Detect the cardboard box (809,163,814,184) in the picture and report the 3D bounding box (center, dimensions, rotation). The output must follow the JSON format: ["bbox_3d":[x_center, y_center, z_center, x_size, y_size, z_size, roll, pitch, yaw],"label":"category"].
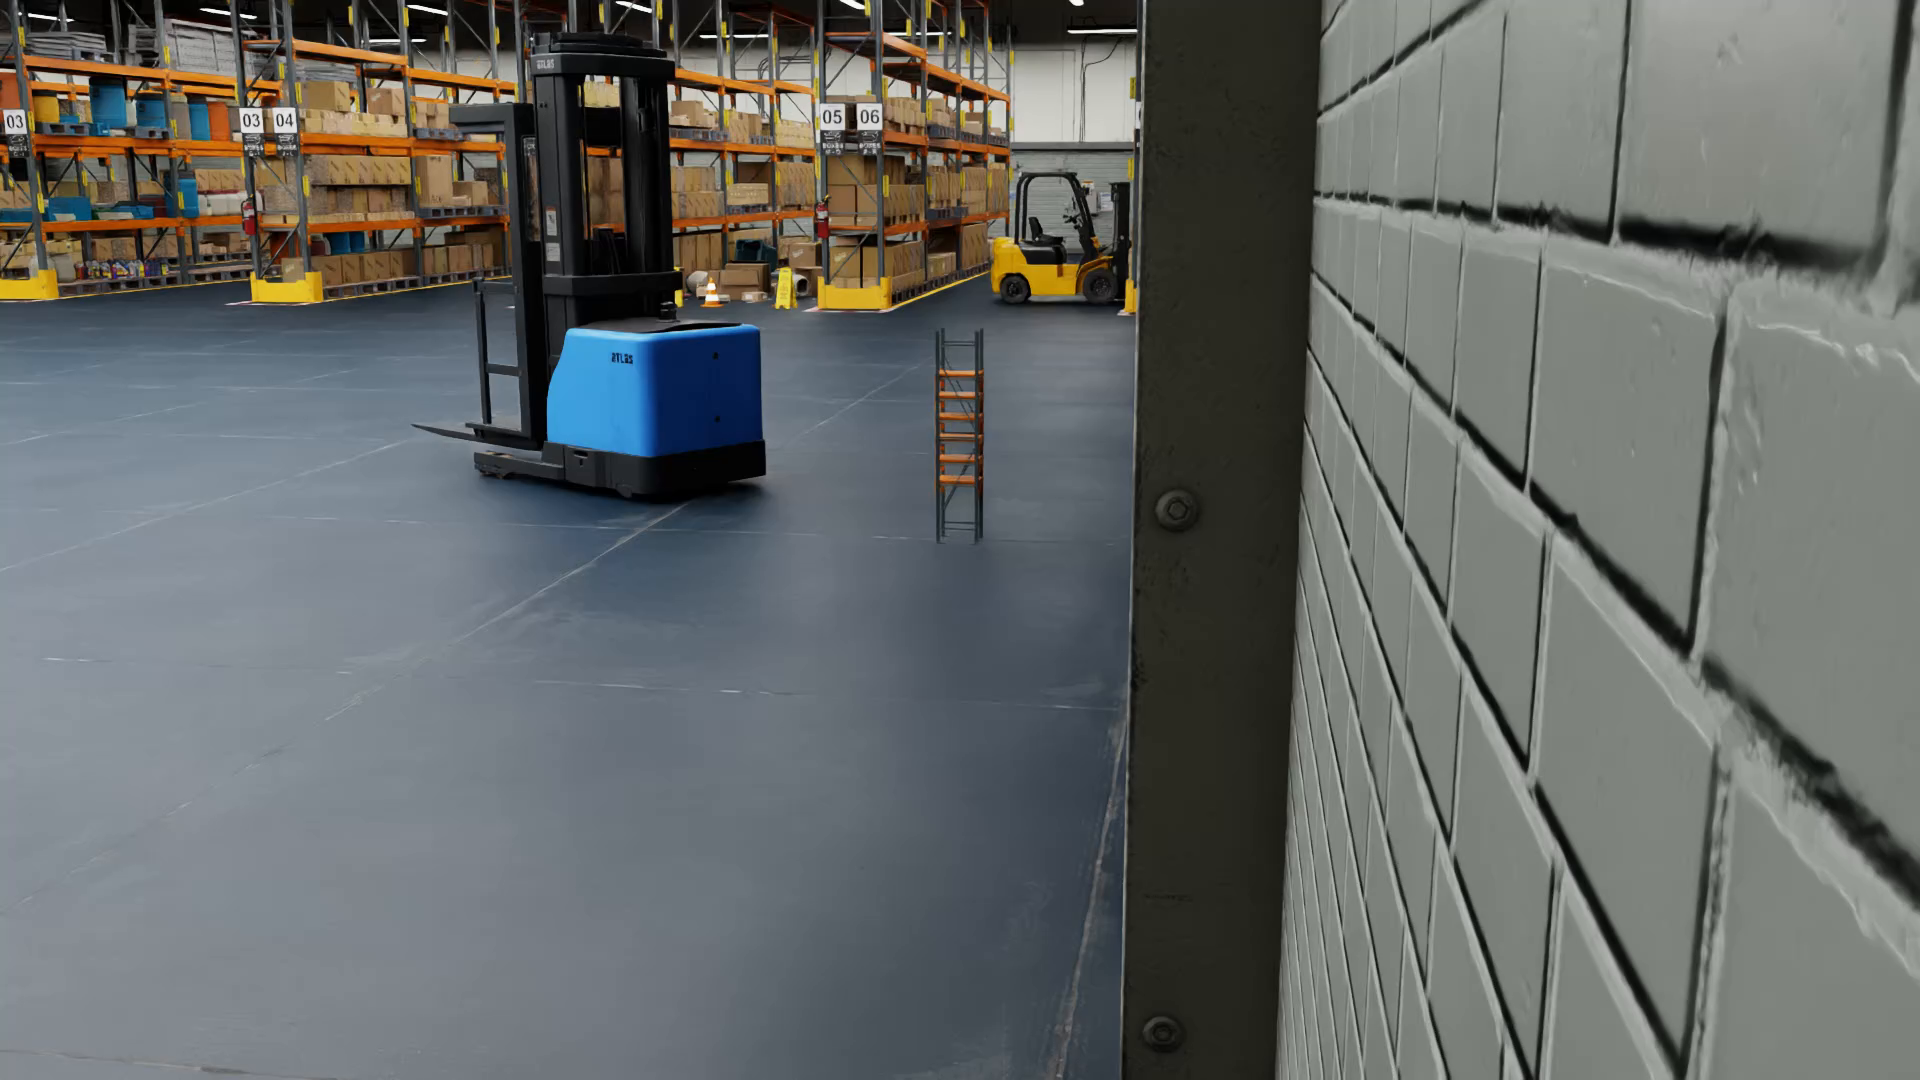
[{"bbox_3d":[-3.986,-9.264,42.041,0.500,0.500,0.500,2,12,7],"label":"cardboard box"}]

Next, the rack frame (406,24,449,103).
[{"bbox_3d":[-13.941,-11.959,43.624,1.000,3.000,0.127,2,12,9],"label":"rack frame"}]

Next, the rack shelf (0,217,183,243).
[{"bbox_3d":[-16.094,-5.760,30.809,1.077,0.370,4.000,2,12,9],"label":"rack shelf"}]

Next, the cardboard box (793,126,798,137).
[{"bbox_3d":[-4.229,-9.899,40.358,0.500,0.250,0.500,1,12,6],"label":"cardboard box"}]

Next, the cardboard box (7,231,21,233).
[{"bbox_3d":[-24.348,-7.944,42.629,0.380,0.149,0.250,2,12,8],"label":"cardboard box"}]

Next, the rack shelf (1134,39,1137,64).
[{"bbox_3d":[3.497,-7.856,27.242,1.077,0.370,4.000,2,12,9],"label":"rack shelf"}]

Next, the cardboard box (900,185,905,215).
[{"bbox_3d":[-1.215,-5.712,27.934,0.500,0.500,0.500,2,12,8],"label":"cardboard box"}]

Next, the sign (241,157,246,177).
[{"bbox_3d":[-12.053,-6.278,28.004,0.100,0.325,0.005,2,12,9],"label":"sign"}]

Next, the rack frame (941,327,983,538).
[{"bbox_3d":[0.012,-0.603,9.441,0.240,1.200,0.006,2,12,9],"label":"rack frame"}]

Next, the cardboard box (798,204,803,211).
[{"bbox_3d":[-4.117,-8.273,41.358,0.380,0.149,0.250,1,12,6],"label":"cardboard box"}]

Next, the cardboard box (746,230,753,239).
[{"bbox_3d":[-4.880,-6.712,36.676,0.500,0.250,0.500,2,12,9],"label":"cardboard box"}]

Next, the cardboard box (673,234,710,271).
[{"bbox_3d":[-5.706,-5.818,33.714,1.050,0.750,0.750,2,12,10],"label":"cardboard box"}]

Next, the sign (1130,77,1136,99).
[{"bbox_3d":[2.656,-6.935,25.518,0.100,0.325,0.005,2,12,9],"label":"sign"}]

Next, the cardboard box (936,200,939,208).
[{"bbox_3d":[-0.607,-6.399,31.666,0.380,0.149,0.250,2,12,10],"label":"cardboard box"}]

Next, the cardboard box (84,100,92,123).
[{"bbox_3d":[-19.914,-9.723,37.758,0.500,0.500,0.500,2,12,9],"label":"cardboard box"}]

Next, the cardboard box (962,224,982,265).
[{"bbox_3d":[-0.018,-6.559,36.853,0.875,0.875,0.875,2,12,10],"label":"cardboard box"}]

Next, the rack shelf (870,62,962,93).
[{"bbox_3d":[-0.793,-8.848,31.848,1.077,0.370,4.000,2,12,9],"label":"rack shelf"}]

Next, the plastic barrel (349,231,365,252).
[{"bbox_3d":[-14.657,-7.260,40.046,0.600,0.901,0.708,2,12,9],"label":"plastic barrel"}]

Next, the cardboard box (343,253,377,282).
[{"bbox_3d":[-11.092,-5.018,30.593,0.500,0.500,0.500,1,12,4],"label":"cardboard box"}]

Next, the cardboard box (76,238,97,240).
[{"bbox_3d":[-20.153,-6.717,38.433,0.500,0.500,0.500,2,12,11],"label":"cardboard box"}]

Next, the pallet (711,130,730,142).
[{"bbox_3d":[-5.439,-8.257,34.015,1.213,0.211,1.003,2,12,11],"label":"pallet"}]

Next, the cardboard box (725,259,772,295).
[{"bbox_3d":[-3.811,-4.703,29.797,0.797,0.637,0.503,2,12,9],"label":"cardboard box"}]

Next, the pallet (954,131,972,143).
[{"bbox_3d":[-0.439,-8.389,34.628,1.213,0.211,1.003,2,12,11],"label":"pallet"}]

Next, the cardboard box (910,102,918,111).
[{"bbox_3d":[-0.936,-7.541,28.947,0.380,0.149,0.250,2,12,10],"label":"cardboard box"}]

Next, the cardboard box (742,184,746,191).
[{"bbox_3d":[-4.929,-7.755,36.547,0.380,0.149,0.250,2,12,10],"label":"cardboard box"}]

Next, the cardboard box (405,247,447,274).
[{"bbox_3d":[-10.685,-5.587,33.185,0.700,0.500,0.500,2,12,8],"label":"cardboard box"}]

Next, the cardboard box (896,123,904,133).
[{"bbox_3d":[-1.149,-6.885,27.797,0.380,0.149,0.250,2,12,9],"label":"cardboard box"}]

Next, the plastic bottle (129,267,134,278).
[{"bbox_3d":[-15.700,-5.065,31.476,0.097,0.201,0.097,0,12,0],"label":"plastic bottle"}]

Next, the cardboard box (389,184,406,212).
[{"bbox_3d":[-11.023,-6.470,31.453,0.875,0.500,0.500,2,12,9],"label":"cardboard box"}]

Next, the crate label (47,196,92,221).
[{"bbox_3d":[-16.386,-6.105,30.616,0.502,0.435,0.616,2,12,9],"label":"crate label"}]

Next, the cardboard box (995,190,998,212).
[{"bbox_3d":[0.625,-8.058,39.526,0.500,0.500,0.500,2,12,9],"label":"cardboard box"}]

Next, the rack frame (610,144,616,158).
[{"bbox_3d":[-6.007,-6.186,31.077,1.000,3.000,0.127,2,12,9],"label":"rack frame"}]

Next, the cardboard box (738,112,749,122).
[{"bbox_3d":[-5.144,-9.256,36.961,0.797,0.503,0.637,2,12,8],"label":"cardboard box"}]

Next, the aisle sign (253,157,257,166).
[{"bbox_3d":[-19.115,-10.482,44.841,0.394,0.787,0.004,2,12,9],"label":"aisle sign"}]

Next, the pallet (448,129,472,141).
[{"bbox_3d":[-10.536,-8.083,33.207,1.213,0.211,1.003,2,12,9],"label":"pallet"}]

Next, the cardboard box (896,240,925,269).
[{"bbox_3d":[-0.926,-5.142,29.985,0.500,0.500,0.500,2,12,8],"label":"cardboard box"}]

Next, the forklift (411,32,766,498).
[{"bbox_3d":[-2.755,-1.931,11.496,3.031,2.935,1.130,10,16,40],"label":"forklift"}]

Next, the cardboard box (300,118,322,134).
[{"bbox_3d":[-11.178,-7.020,28.183,0.500,0.250,0.500,2,12,10],"label":"cardboard box"}]

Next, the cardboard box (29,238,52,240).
[{"bbox_3d":[-20.436,-6.558,37.002,0.500,0.311,0.500,2,12,11],"label":"cardboard box"}]

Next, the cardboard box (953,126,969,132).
[{"bbox_3d":[-0.013,-8.871,35.973,0.380,0.166,0.250,3,13,13],"label":"cardboard box"}]

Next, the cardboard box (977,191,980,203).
[{"bbox_3d":[0.159,-7.571,36.673,0.500,0.250,0.500,2,12,10],"label":"cardboard box"}]

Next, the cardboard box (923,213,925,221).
[{"bbox_3d":[-0.849,-5.847,30.101,0.380,0.149,0.250,2,12,8],"label":"cardboard box"}]

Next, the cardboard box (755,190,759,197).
[{"bbox_3d":[-4.761,-7.826,37.583,0.380,0.149,0.250,1,12,7],"label":"cardboard box"}]

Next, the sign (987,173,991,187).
[{"bbox_3d":[0.668,-8.224,37.972,0.100,0.325,0.005,2,12,9],"label":"sign"}]

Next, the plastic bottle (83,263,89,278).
[{"bbox_3d":[-16.465,-5.056,31.255,0.152,0.276,0.135,2,12,7],"label":"plastic bottle"}]

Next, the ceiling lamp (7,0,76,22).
[{"bbox_3d":[-21.701,-14.036,39.407,0.800,3.185,2.000,2,12,9],"label":"ceiling lamp"}]

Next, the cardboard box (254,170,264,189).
[{"bbox_3d":[-18.709,-9.518,43.929,0.500,0.500,0.500,2,12,10],"label":"cardboard box"}]

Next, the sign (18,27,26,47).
[{"bbox_3d":[-15.859,-8.507,28.104,0.100,0.325,0.005,2,12,9],"label":"sign"}]

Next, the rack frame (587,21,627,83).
[{"bbox_3d":[-9.047,-11.798,42.879,1.000,3.000,0.127,2,12,9],"label":"rack frame"}]

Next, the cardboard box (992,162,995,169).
[{"bbox_3d":[0.624,-8.837,39.226,0.380,0.149,0.250,2,12,7],"label":"cardboard box"}]

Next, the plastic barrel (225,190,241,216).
[{"bbox_3d":[-15.243,-7.029,34.668,0.433,0.535,0.433,0,12,0],"label":"plastic barrel"}]

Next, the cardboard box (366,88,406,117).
[{"bbox_3d":[-10.710,-8.171,31.037,0.500,0.500,0.500,2,12,7],"label":"cardboard box"}]

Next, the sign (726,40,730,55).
[{"bbox_3d":[-5.310,-11.301,38.165,0.100,0.325,0.005,2,12,9],"label":"sign"}]

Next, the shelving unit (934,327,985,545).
[{"bbox_3d":[-0.002,-0.584,9.353,0.258,1.200,0.189,2,12,9],"label":"shelving unit"}]

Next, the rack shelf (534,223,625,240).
[{"bbox_3d":[-6.315,-5.418,29.221,1.077,0.370,4.000,2,12,9],"label":"rack shelf"}]

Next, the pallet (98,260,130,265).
[{"bbox_3d":[-19.913,-6.313,38.286,1.003,0.211,1.213,2,12,9],"label":"pallet"}]
